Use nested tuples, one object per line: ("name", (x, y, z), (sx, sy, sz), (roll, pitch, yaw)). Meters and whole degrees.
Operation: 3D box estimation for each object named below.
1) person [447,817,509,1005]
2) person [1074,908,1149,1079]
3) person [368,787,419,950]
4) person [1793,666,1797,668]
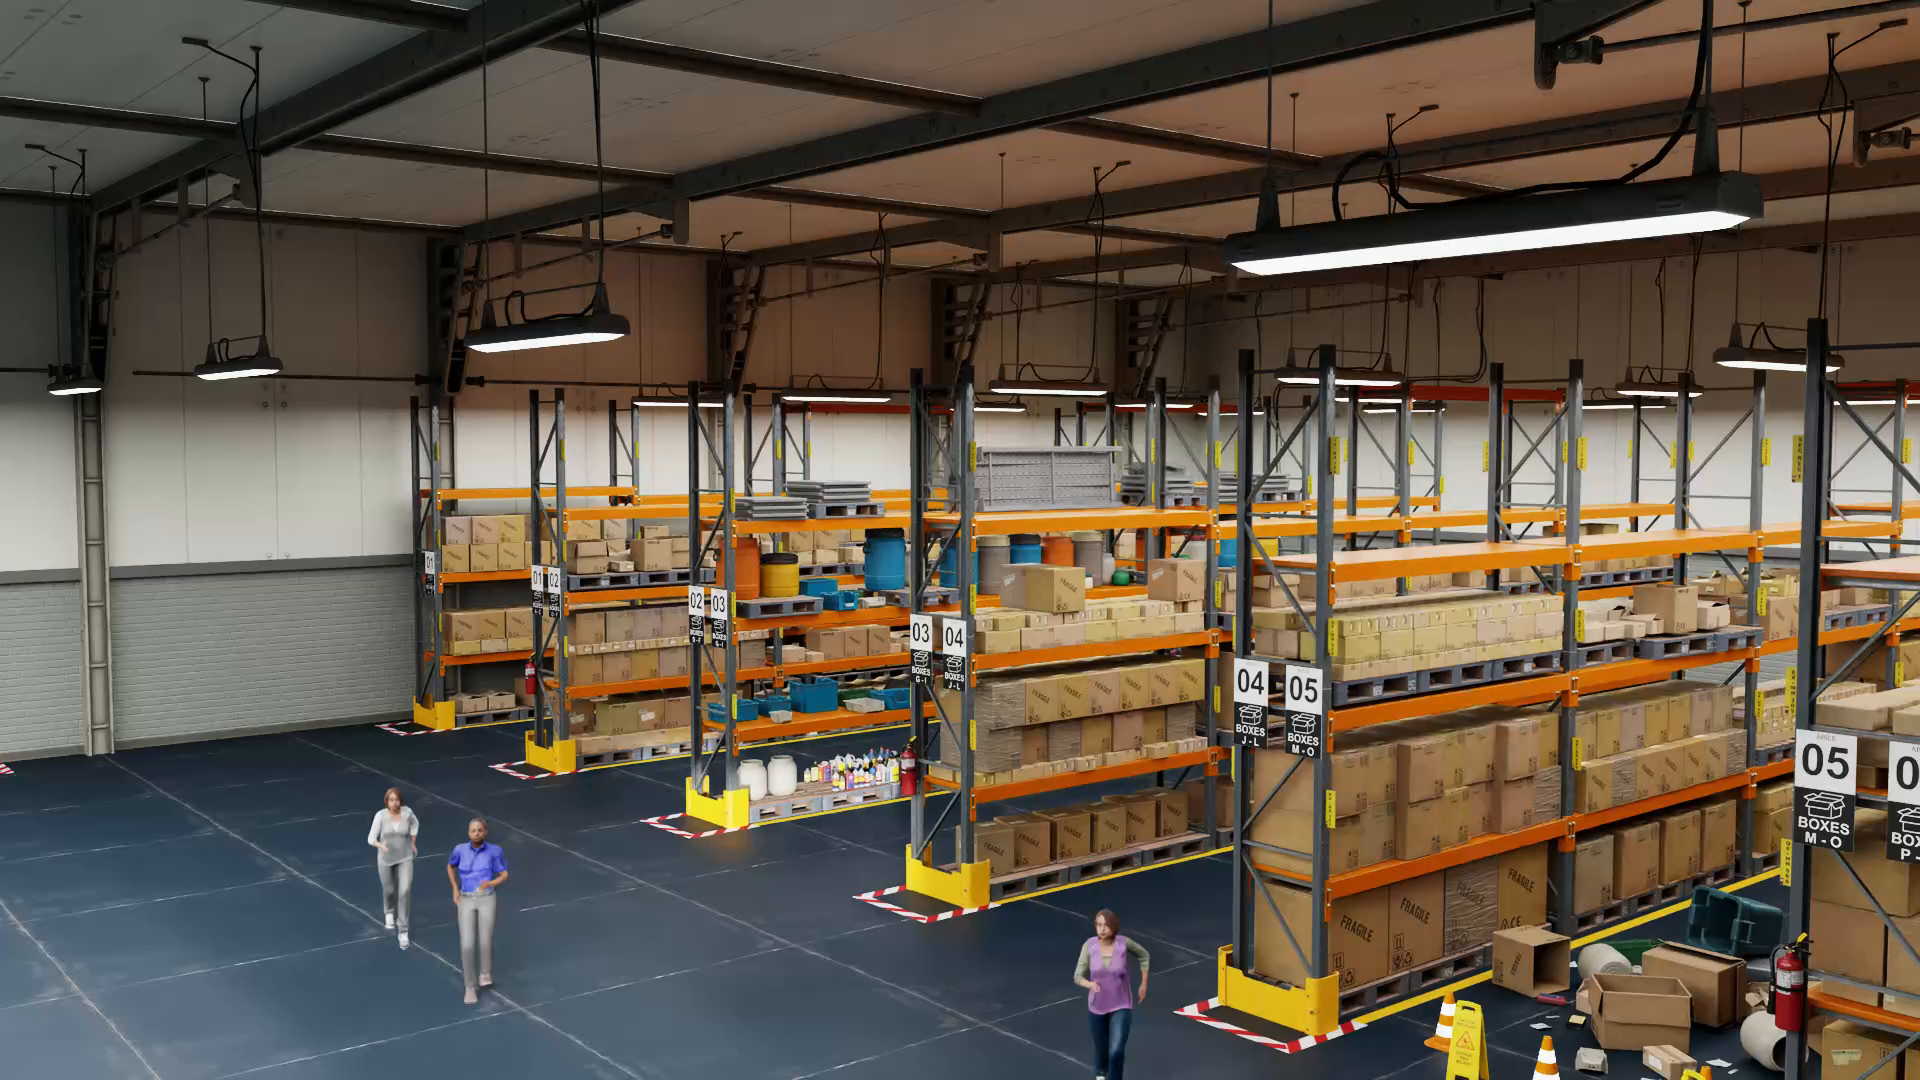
("person", (-4.495, 3.441, 15.508), (0.564, 1.725, 0.677), (-1, 3, -13))
("person", (1.159, 3.611, 12.752), (0.545, 1.621, 0.827), (1, 3, 14))
("person", (-5.866, 3.345, 17.244), (0.509, 1.616, 0.842), (-1, 4, -20))
("person", (12.795, 2.802, 25.460), (0.759, 1.757, 0.652), (-3, 4, -37))
